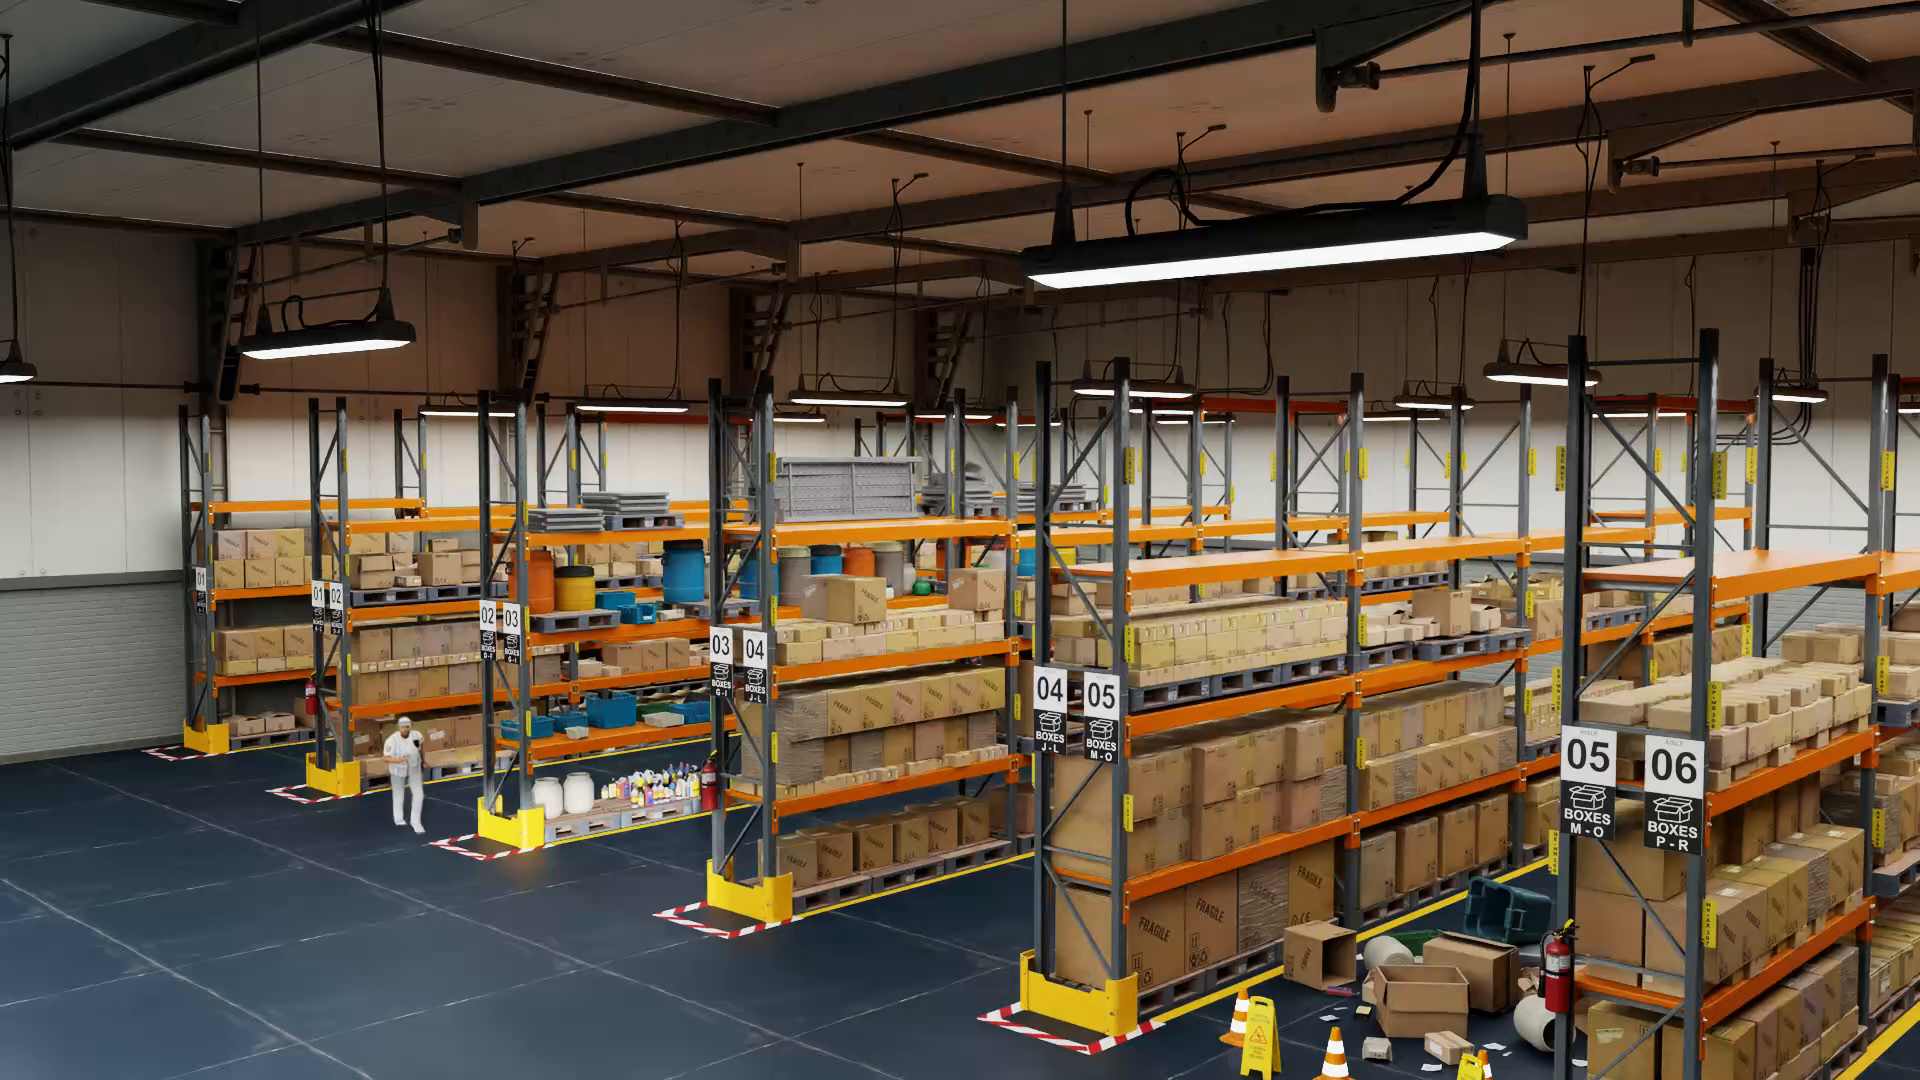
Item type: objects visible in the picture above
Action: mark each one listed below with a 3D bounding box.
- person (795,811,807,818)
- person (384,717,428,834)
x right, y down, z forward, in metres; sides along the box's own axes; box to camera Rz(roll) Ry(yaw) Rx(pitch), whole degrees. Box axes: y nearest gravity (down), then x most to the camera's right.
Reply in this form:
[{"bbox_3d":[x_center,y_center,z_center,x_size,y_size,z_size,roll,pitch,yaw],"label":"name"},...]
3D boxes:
[{"bbox_3d":[-2.104,3.121,23.576,0.672,1.575,0.725,-2,4,-33],"label":"person"},{"bbox_3d":[-7.529,3.181,22.610,0.602,1.623,0.934,-1,3,-25],"label":"person"}]
